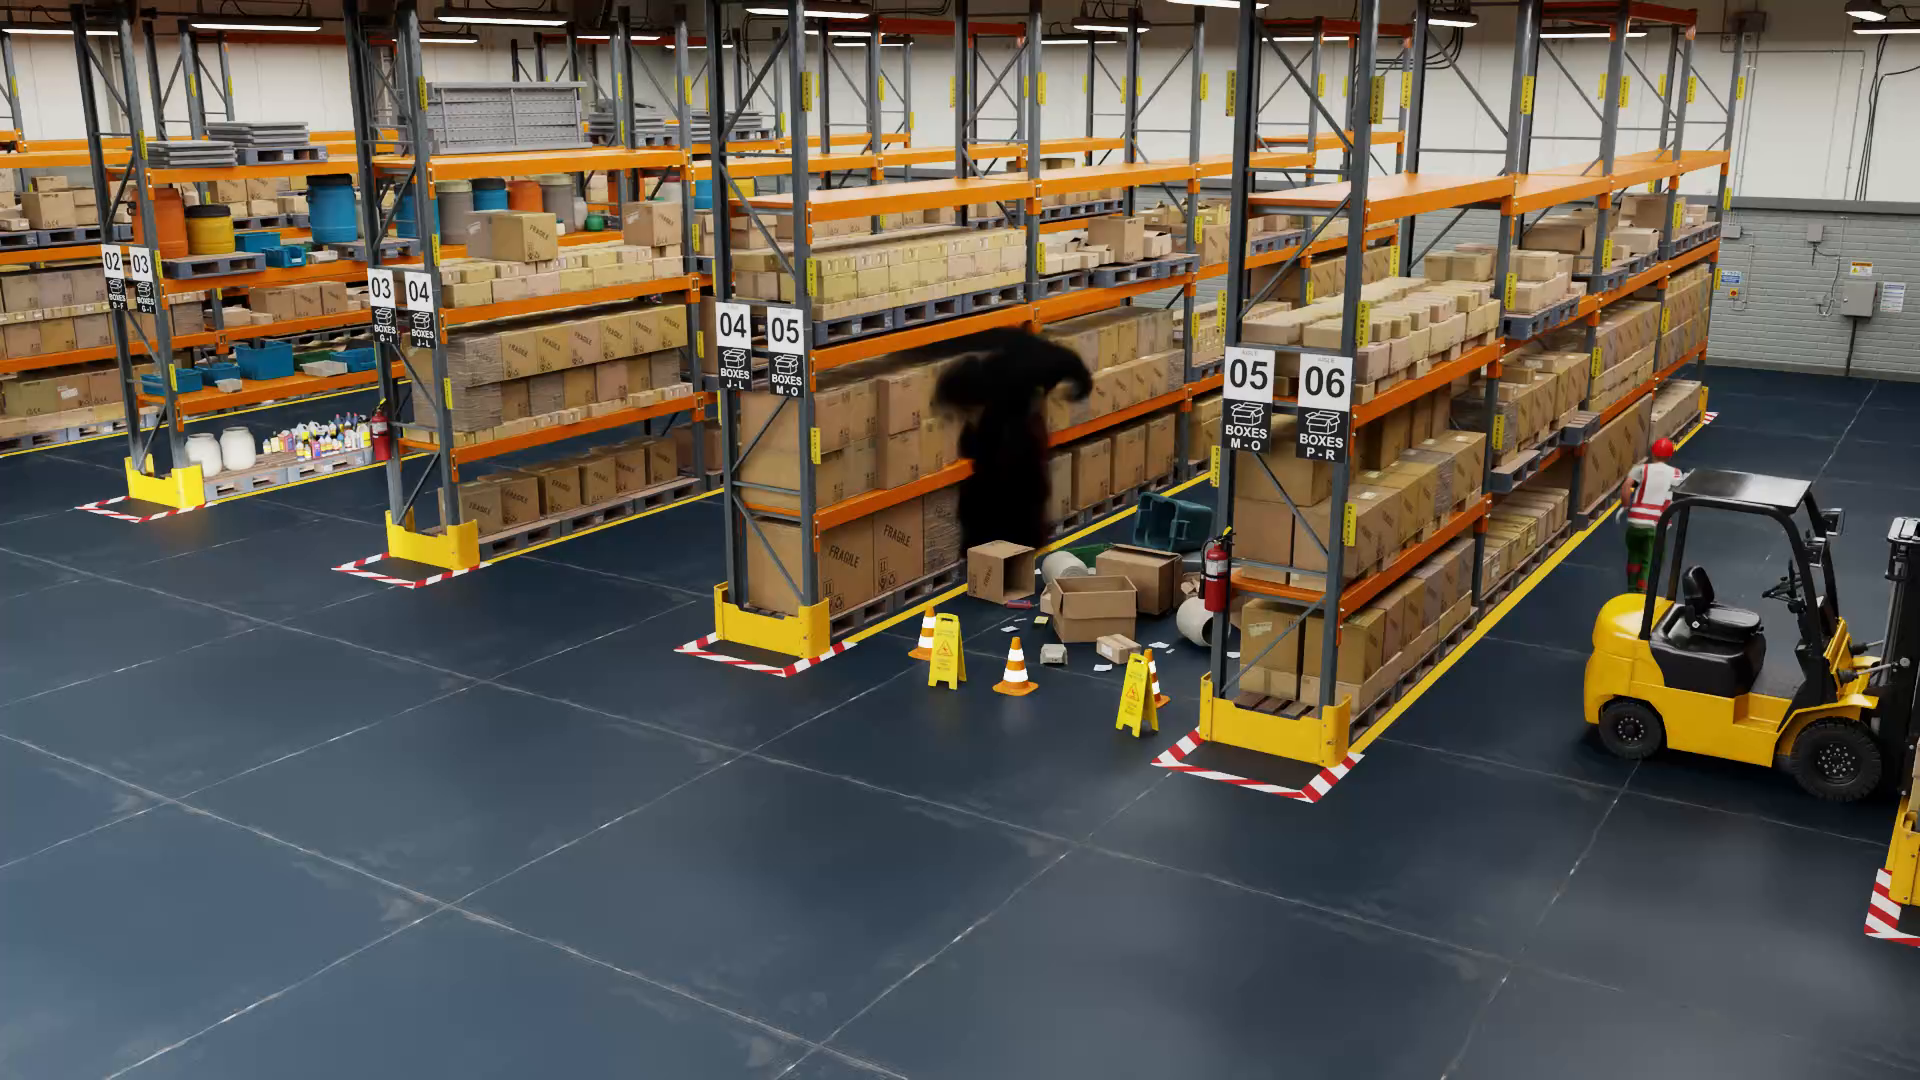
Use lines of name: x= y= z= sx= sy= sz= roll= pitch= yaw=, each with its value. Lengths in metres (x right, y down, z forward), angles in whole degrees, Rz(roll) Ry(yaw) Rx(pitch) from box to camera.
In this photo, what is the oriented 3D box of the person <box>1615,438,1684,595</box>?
person: x=6.785 y=-0.127 z=16.367 sx=0.618 sy=1.728 sz=0.991 roll=9 pitch=18 yaw=29
